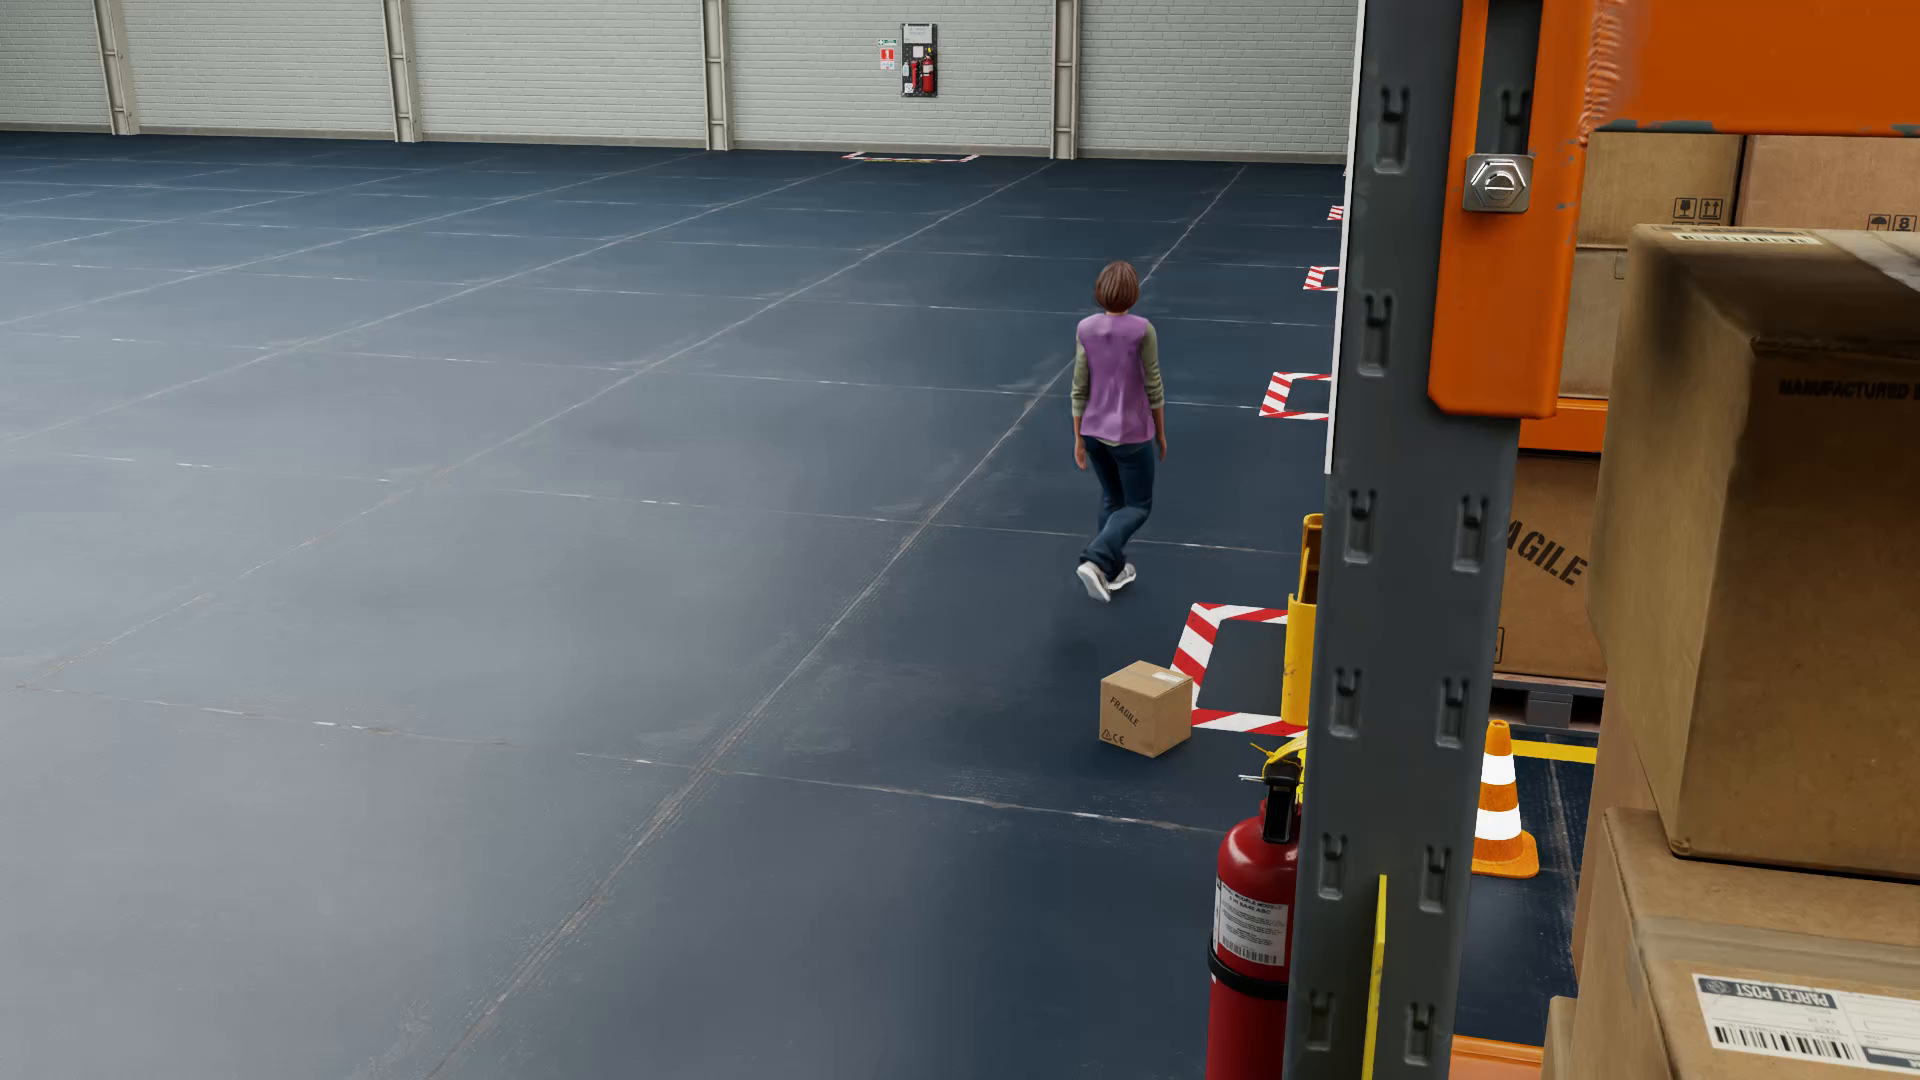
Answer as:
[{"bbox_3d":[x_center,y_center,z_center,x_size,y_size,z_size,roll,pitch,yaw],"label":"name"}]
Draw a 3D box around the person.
[{"bbox_3d":[0.681,-0.457,7.413,0.394,1.557,0.750,11,22,30],"label":"person"}]
